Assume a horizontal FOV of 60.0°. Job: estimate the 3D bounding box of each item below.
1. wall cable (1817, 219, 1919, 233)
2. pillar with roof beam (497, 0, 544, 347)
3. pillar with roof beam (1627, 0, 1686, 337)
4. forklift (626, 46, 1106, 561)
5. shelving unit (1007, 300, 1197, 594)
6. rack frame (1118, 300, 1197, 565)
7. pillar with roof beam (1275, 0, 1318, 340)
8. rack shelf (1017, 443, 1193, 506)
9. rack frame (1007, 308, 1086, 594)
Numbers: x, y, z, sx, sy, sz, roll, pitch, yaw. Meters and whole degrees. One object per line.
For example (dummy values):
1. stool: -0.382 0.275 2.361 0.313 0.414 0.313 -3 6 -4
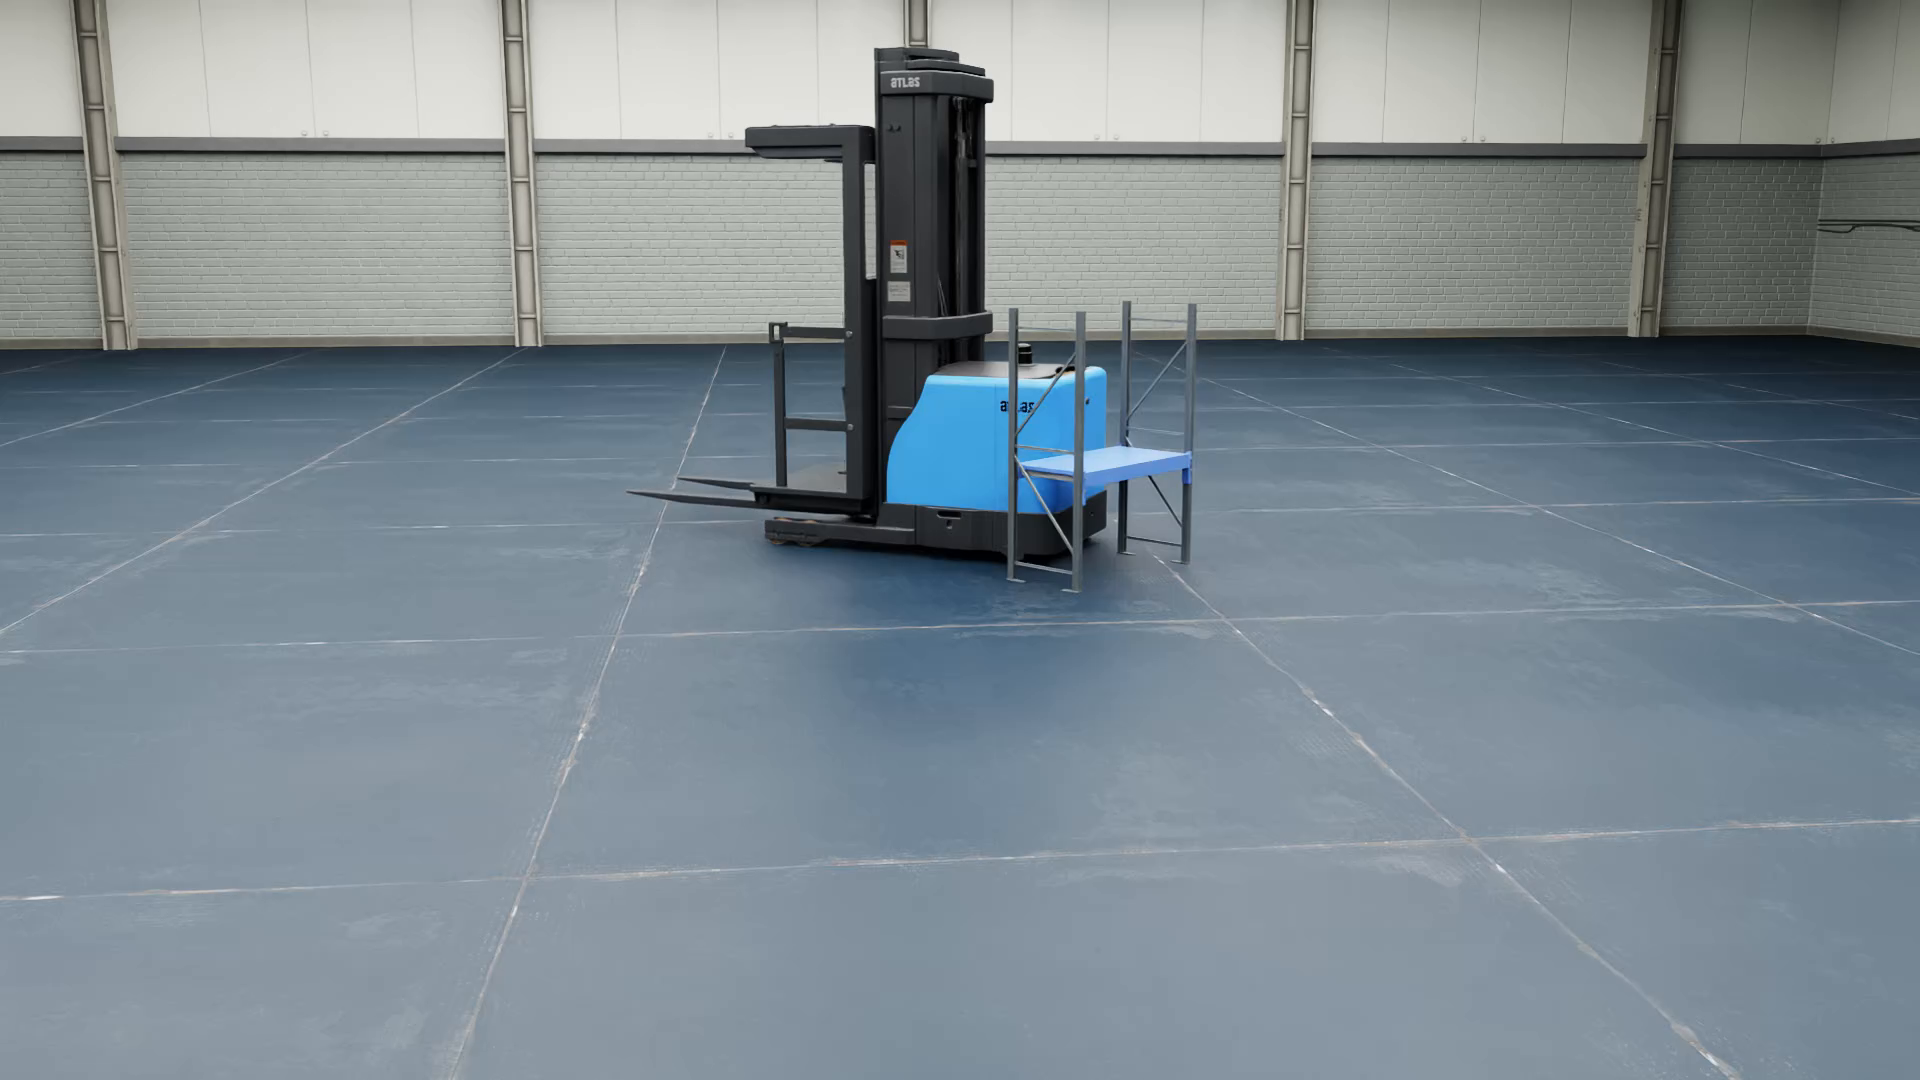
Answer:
1. wall cable: 14.352 -6.064 25.933 0.112 2.526 3.097 -1 11 -6
2. pillar with roof beam: -6.149 -6.579 20.505 0.400 9.000 9.100 -1 11 -6
3. pillar with roof beam: 11.745 -6.954 22.412 0.400 9.000 9.100 -1 11 -6
4. forklift: -0.653 -1.481 10.303 3.031 2.935 1.130 5 12 22
5. shelving unit: 0.800 -0.553 9.295 0.538 1.500 1.048 10 15 41
6. rack frame: 1.141 -0.626 9.665 0.500 1.500 0.032 10 15 41
7. pillar with roof beam: 5.781 -6.829 21.776 0.400 9.000 9.100 -1 11 -6
8. rack shelf: 0.800 -0.377 9.330 0.538 0.185 1.000 10 15 41
9. rack frame: 0.459 -0.481 8.925 0.500 1.500 0.032 10 15 41
